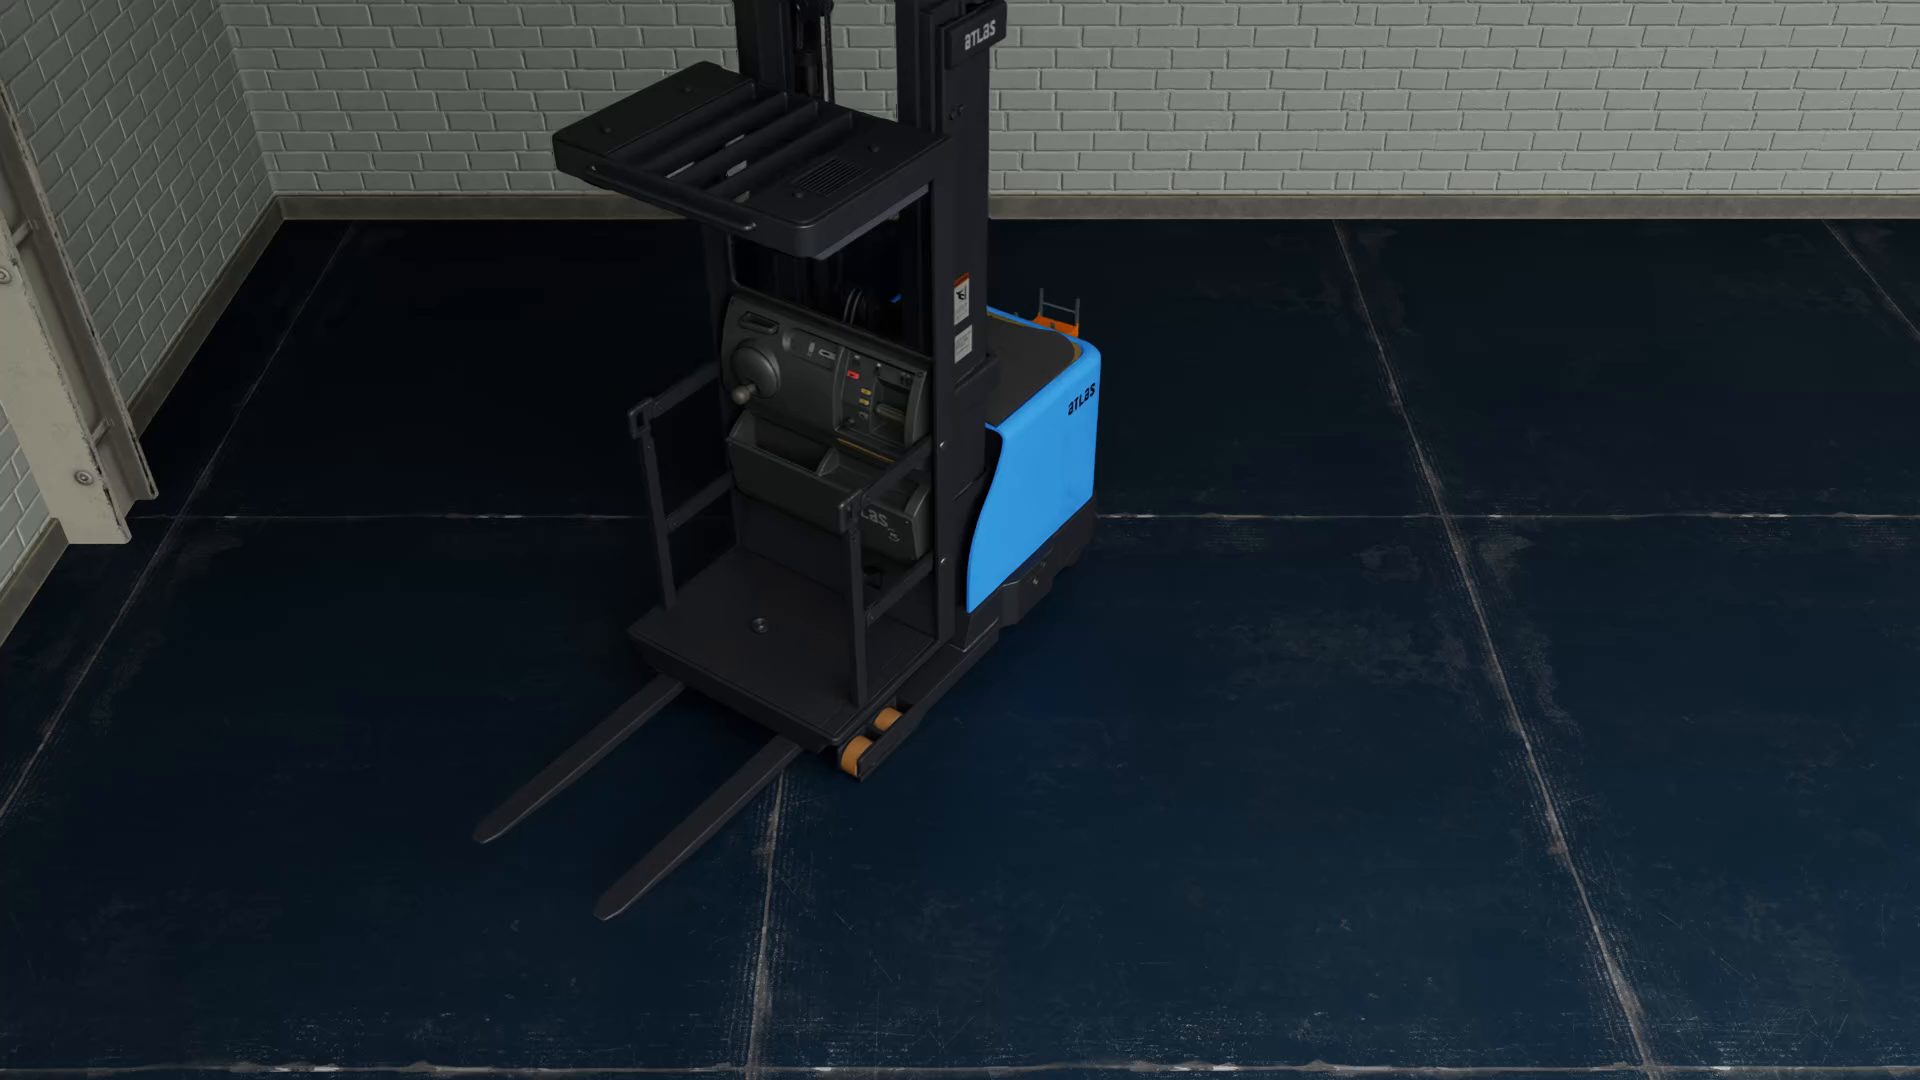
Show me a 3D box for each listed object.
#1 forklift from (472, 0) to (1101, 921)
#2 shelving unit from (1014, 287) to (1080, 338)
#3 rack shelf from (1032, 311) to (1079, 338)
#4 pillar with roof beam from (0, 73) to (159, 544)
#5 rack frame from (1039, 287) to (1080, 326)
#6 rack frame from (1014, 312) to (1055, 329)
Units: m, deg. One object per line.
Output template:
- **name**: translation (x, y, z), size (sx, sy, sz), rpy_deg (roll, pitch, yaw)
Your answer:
- **forklift**: translation (-0.639, -0.548, 6.090), size (1.130, 2.935, 3.031), rpy_deg (24, 44, 27)
- **shelving unit**: translation (0.385, -0.630, 7.697), size (0.215, 1.050, 0.252), rpy_deg (20, 43, 23)
- **rack shelf**: translation (0.385, -0.843, 7.526), size (0.215, 0.259, 0.240), rpy_deg (20, 43, 23)
- **pillar with roof beam**: translation (0.281, -3.622, 5.074), size (9.100, 9.000, 0.400), rpy_deg (0, 39, 0)
- **rack frame**: translation (0.447, -0.696, 7.779), size (0.200, 1.050, 0.008), rpy_deg (20, 43, 23)
- **rack frame**: translation (0.324, -0.564, 7.614), size (0.200, 1.050, 0.008), rpy_deg (20, 43, 23)
